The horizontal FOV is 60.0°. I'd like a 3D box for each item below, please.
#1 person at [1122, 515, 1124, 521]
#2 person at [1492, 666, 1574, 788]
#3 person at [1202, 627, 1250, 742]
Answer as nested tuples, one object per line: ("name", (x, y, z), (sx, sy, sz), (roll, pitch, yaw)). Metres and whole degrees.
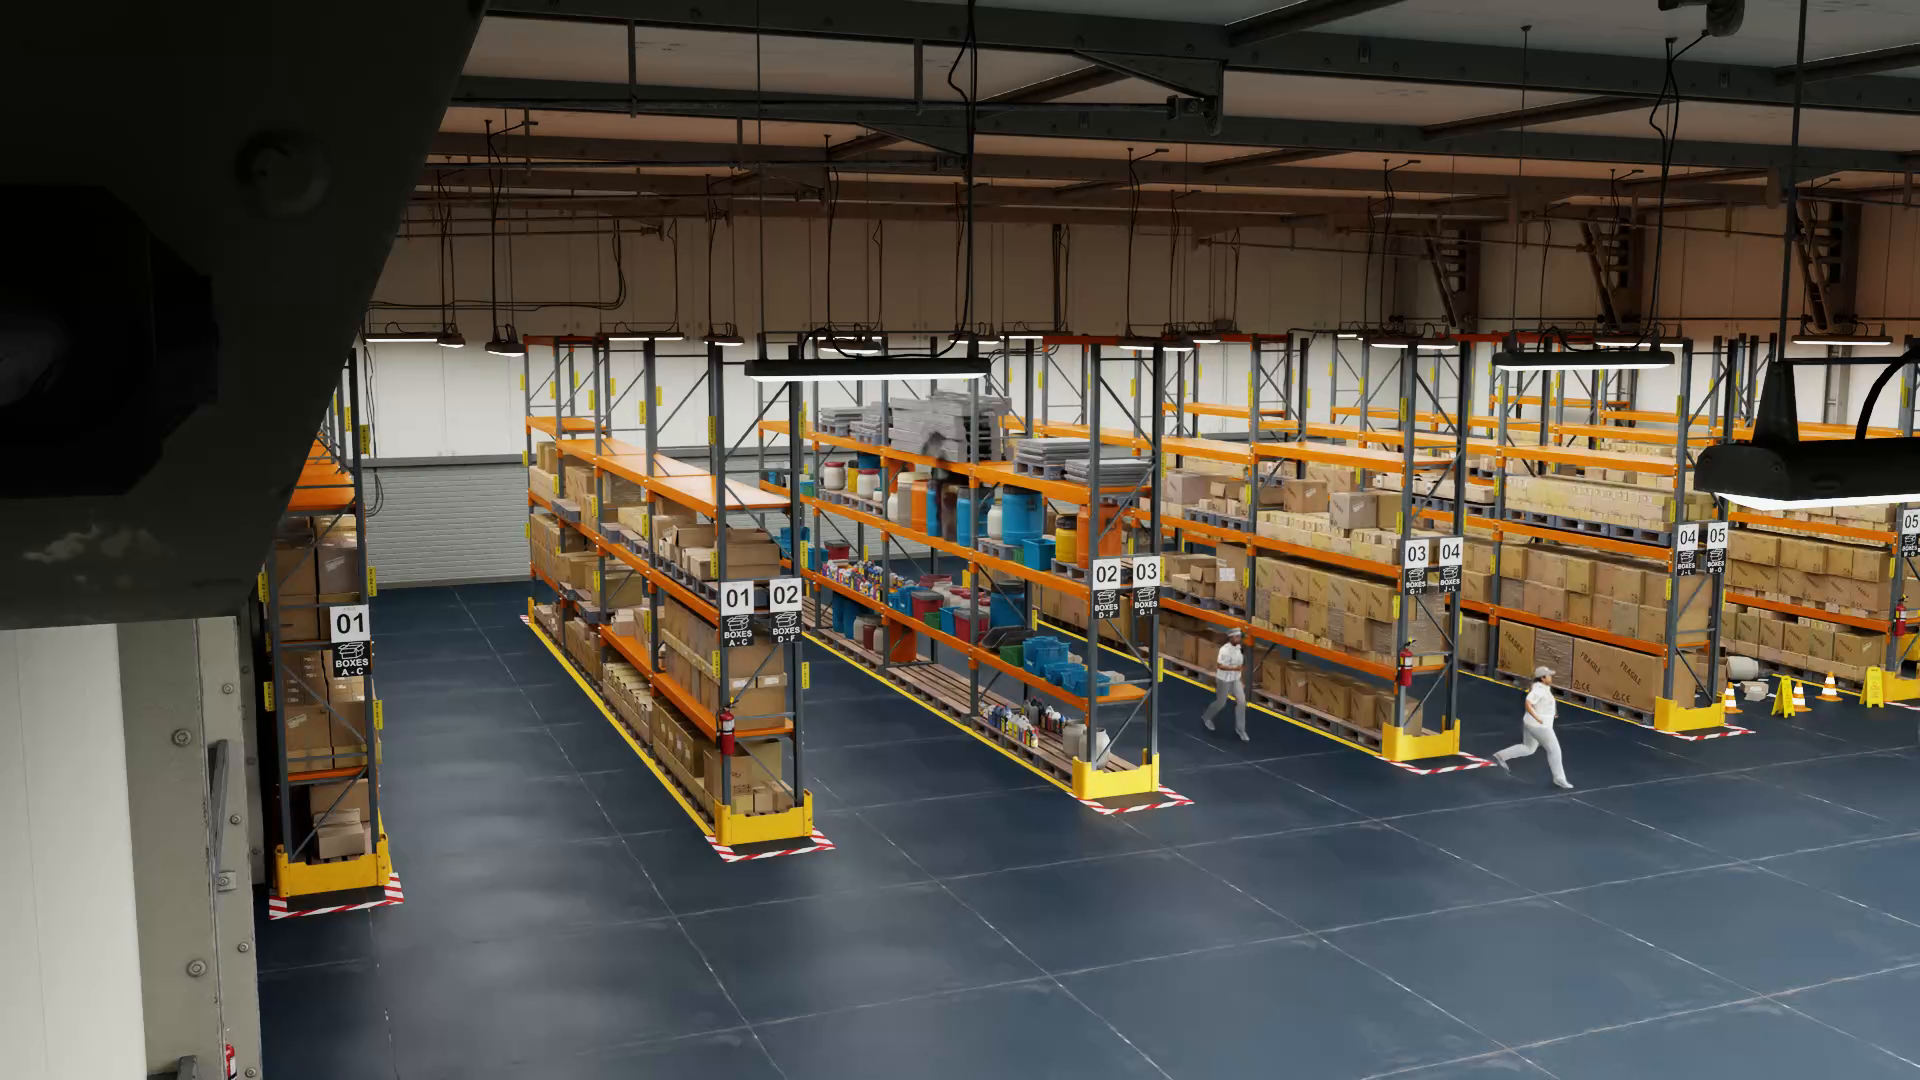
("person", (3.774, 0.145, 40.276), (0.773, 1.767, 0.787), (3, 8, 22))
("person", (7.834, 2.542, 22.622), (1.050, 1.685, 0.578), (1, 8, 6))
("person", (4.060, 2.150, 25.283), (0.600, 1.729, 0.926), (-6, 10, -40))
